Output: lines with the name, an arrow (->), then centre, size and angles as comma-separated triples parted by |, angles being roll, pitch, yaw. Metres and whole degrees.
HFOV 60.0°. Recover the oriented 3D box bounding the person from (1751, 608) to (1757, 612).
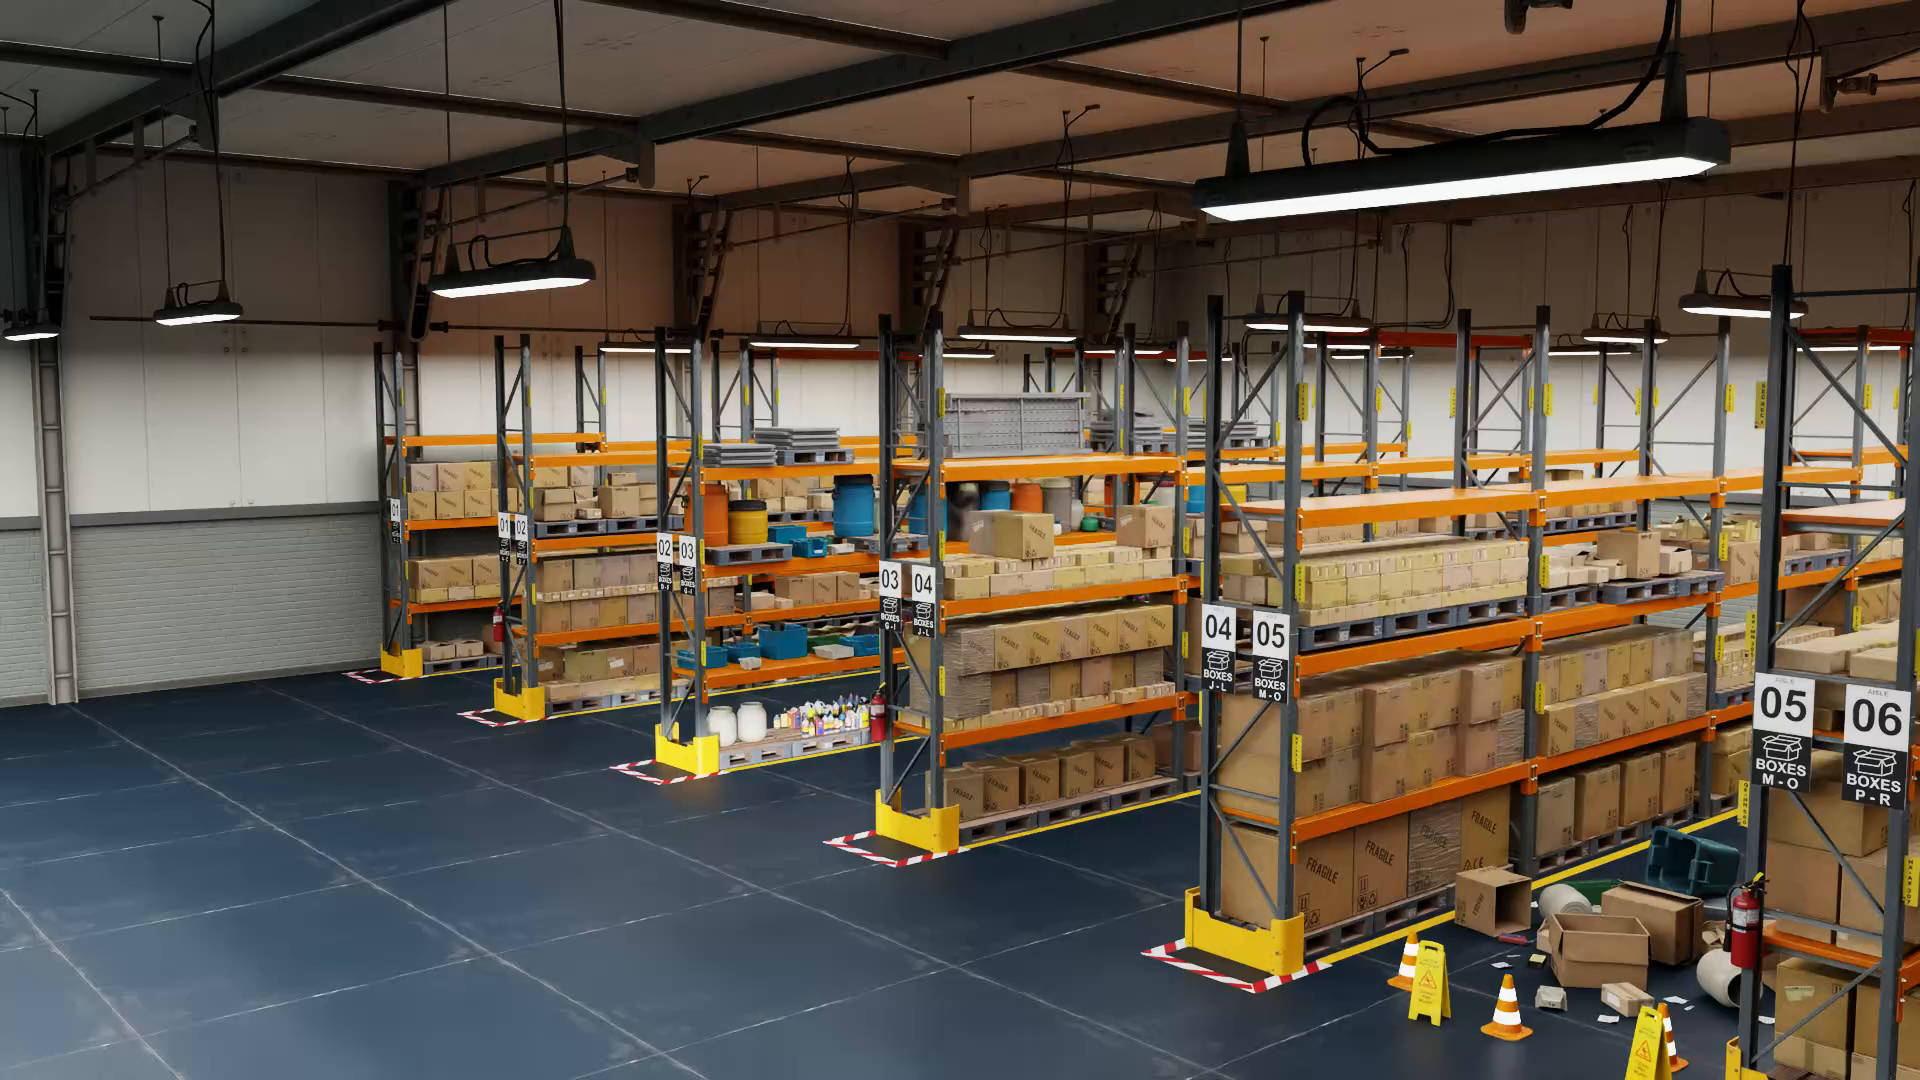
person -> 12.272, 1.939, 25.759 | 0.744, 1.771, 0.683 | -3, 6, -34
